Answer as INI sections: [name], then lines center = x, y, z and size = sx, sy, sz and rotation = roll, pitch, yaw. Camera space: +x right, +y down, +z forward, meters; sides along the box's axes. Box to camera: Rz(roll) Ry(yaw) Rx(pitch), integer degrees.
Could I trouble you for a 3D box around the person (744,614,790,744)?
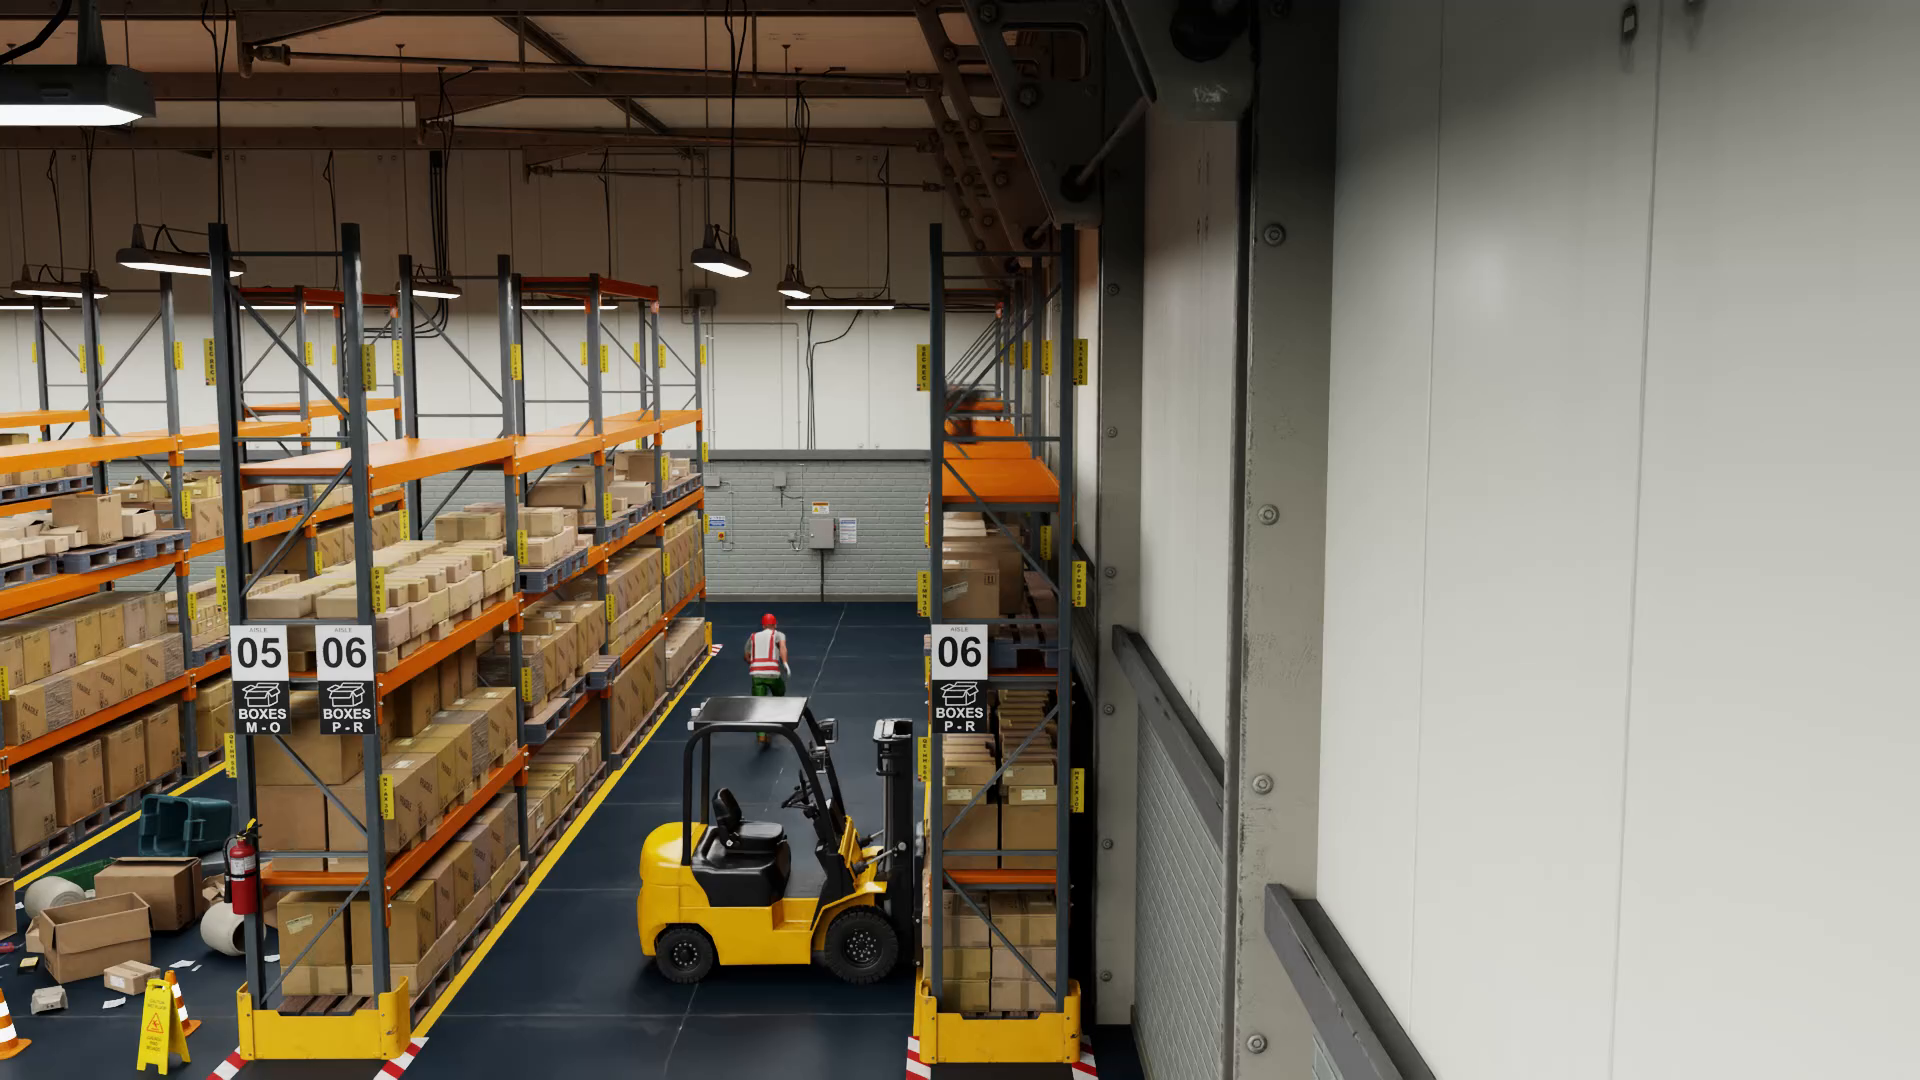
[person]
center = -2.536, 1.816, 21.712
size = 0.699, 1.602, 1.094
rotation = 1, 7, 8
